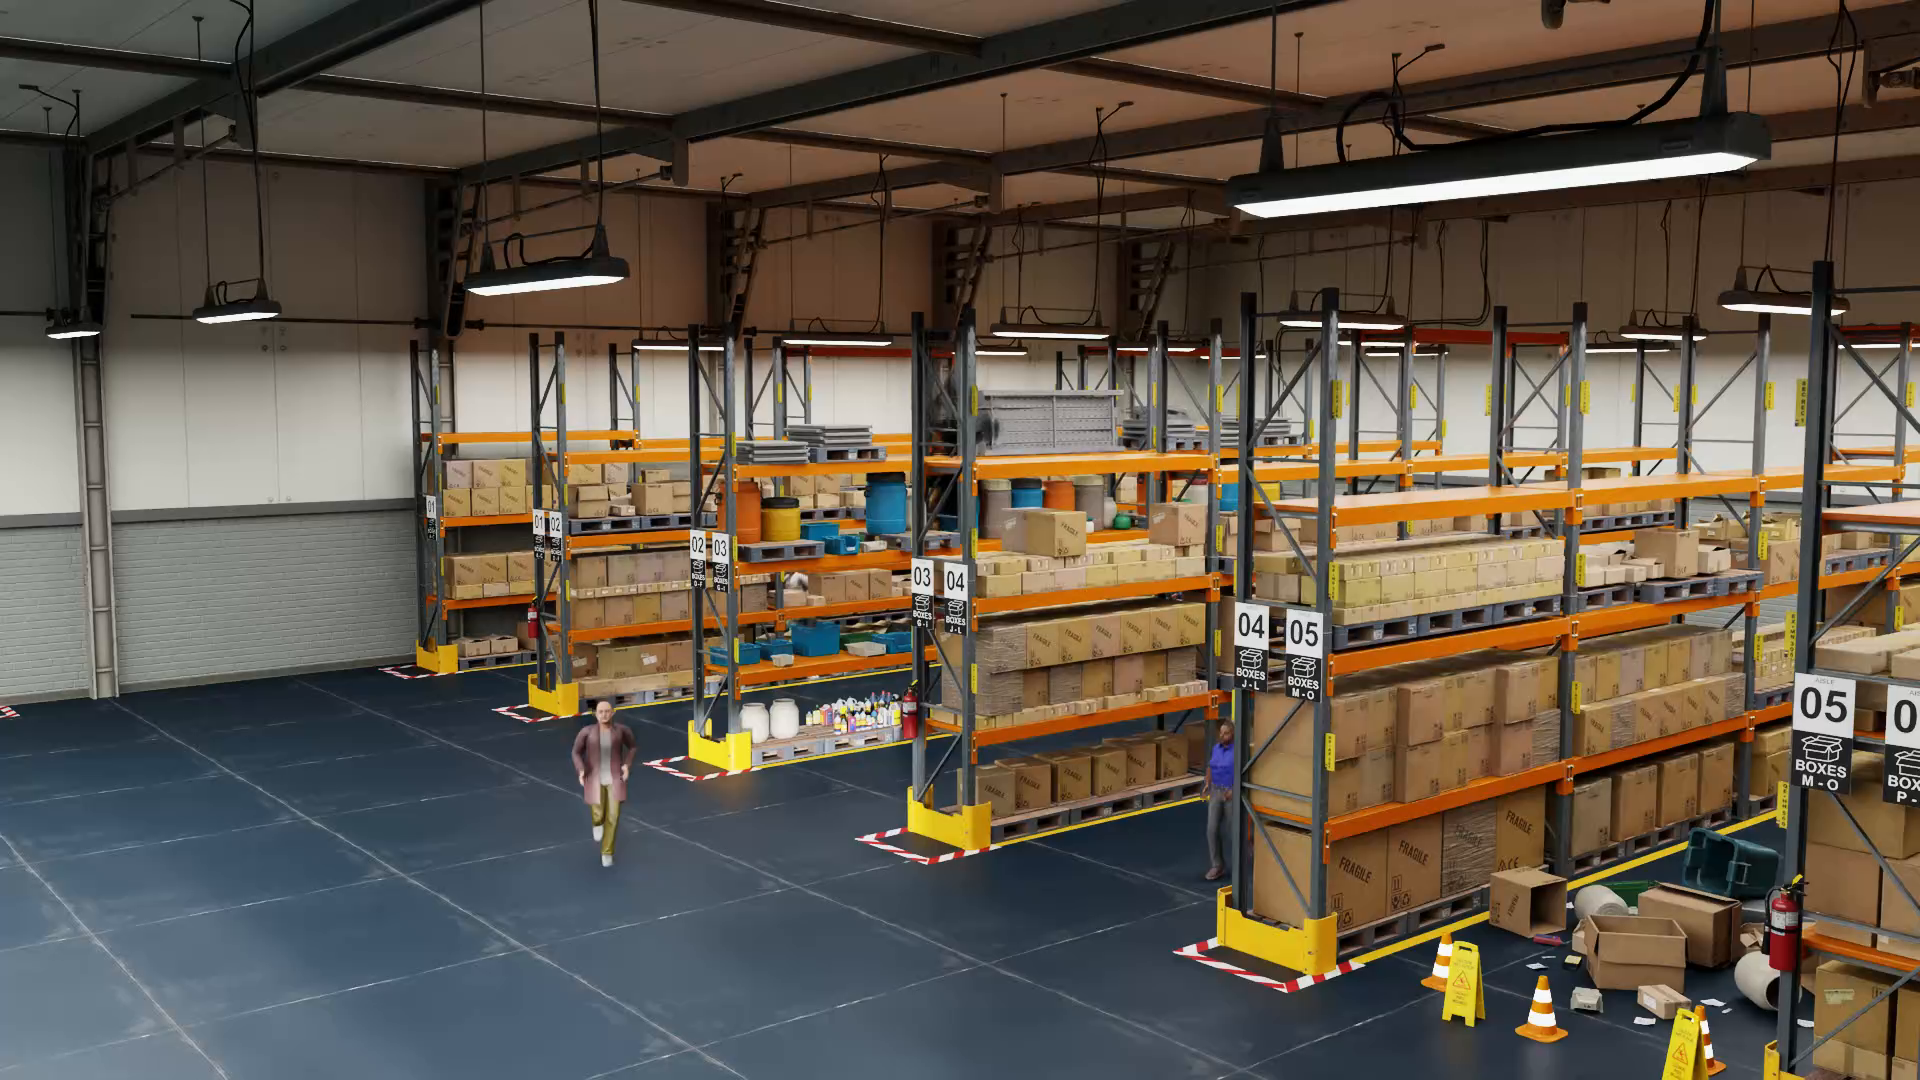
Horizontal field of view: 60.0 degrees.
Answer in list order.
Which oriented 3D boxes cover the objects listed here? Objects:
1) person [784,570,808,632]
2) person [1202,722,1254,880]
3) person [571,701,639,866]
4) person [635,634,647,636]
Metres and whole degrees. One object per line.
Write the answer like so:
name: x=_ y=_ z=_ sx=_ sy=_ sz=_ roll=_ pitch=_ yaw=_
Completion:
person: x=-3.256 y=1.300 z=32.349 sx=0.775 sy=1.796 sz=0.681 roll=-5 pitch=7 yaw=-42
person: x=2.846 y=2.725 z=17.626 sx=0.607 sy=1.631 sz=0.797 roll=4 pitch=7 yaw=40
person: x=-3.877 y=2.630 z=18.204 sx=0.722 sy=1.754 sz=0.747 roll=-1 pitch=5 yaw=-14
person: x=-5.671 y=1.669 z=29.273 sx=0.647 sy=1.591 sz=0.510 roll=-4 pitch=7 yaw=-37
